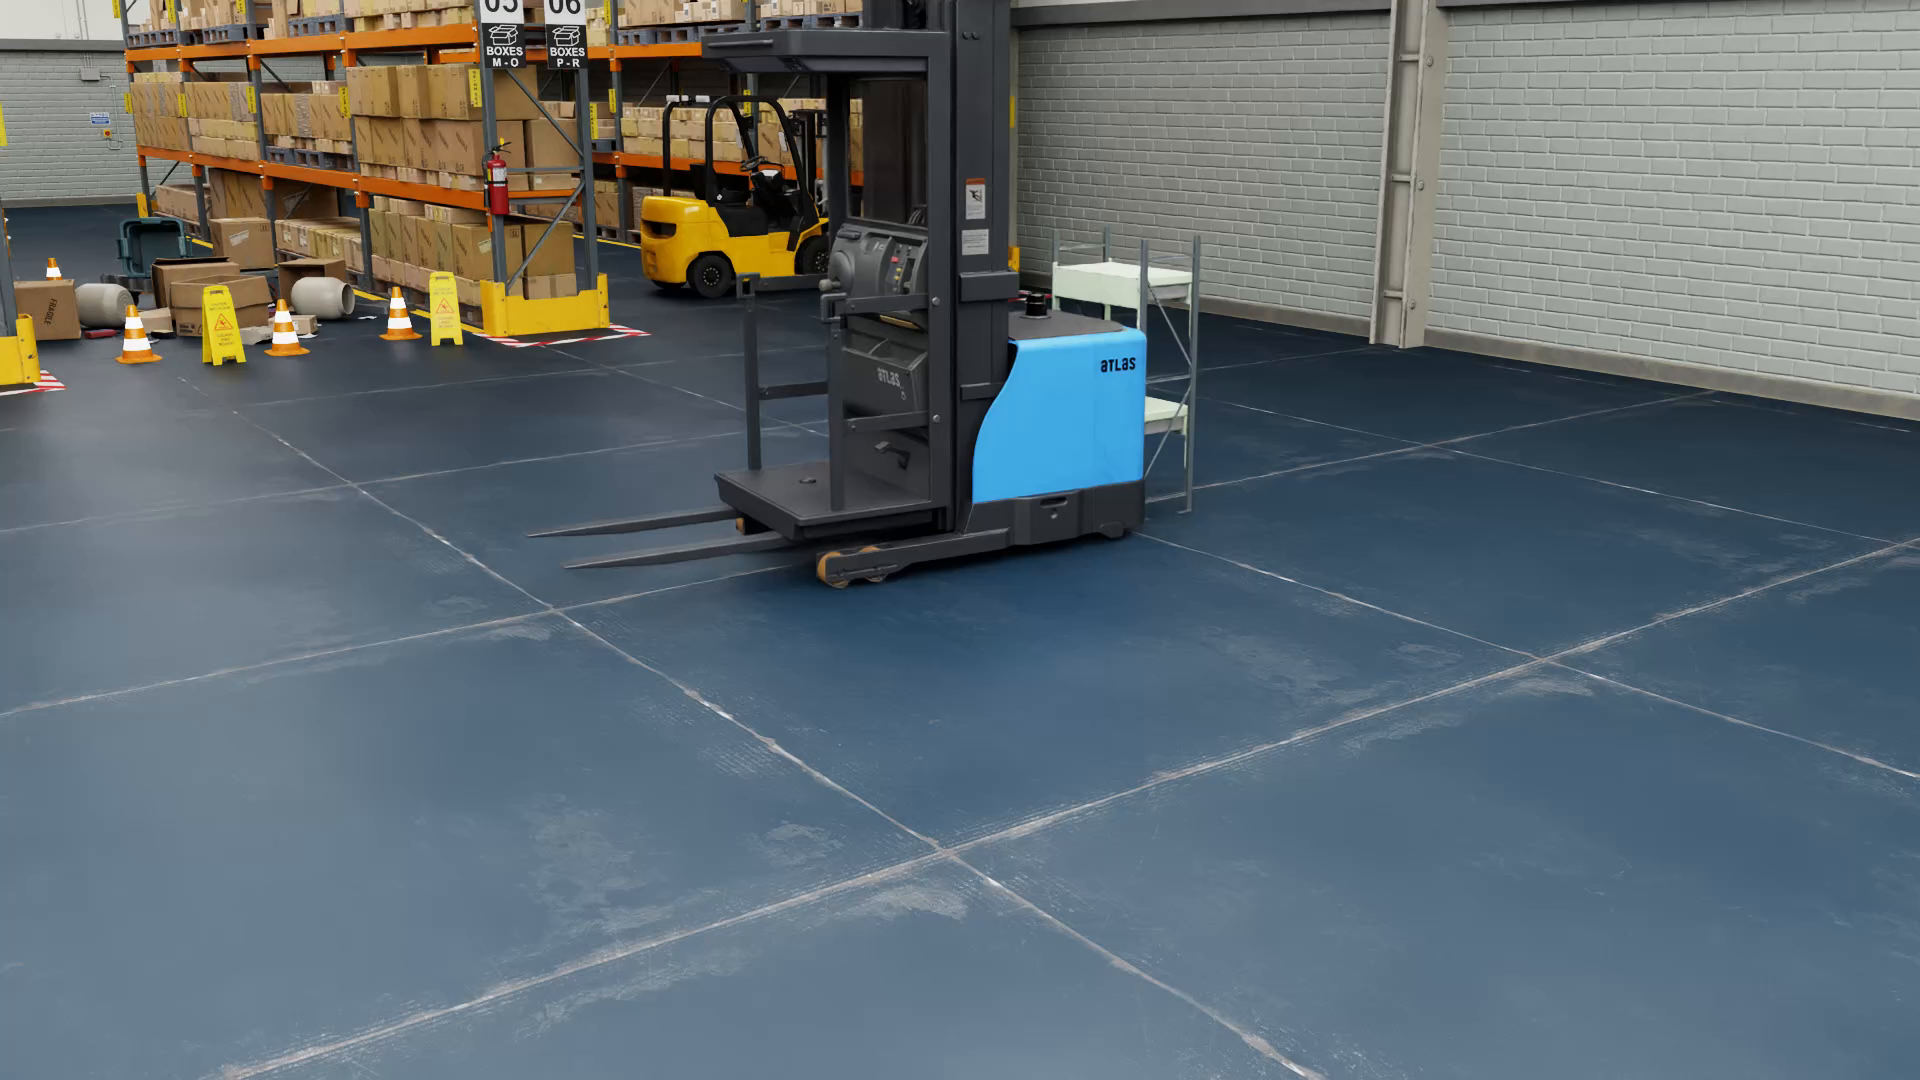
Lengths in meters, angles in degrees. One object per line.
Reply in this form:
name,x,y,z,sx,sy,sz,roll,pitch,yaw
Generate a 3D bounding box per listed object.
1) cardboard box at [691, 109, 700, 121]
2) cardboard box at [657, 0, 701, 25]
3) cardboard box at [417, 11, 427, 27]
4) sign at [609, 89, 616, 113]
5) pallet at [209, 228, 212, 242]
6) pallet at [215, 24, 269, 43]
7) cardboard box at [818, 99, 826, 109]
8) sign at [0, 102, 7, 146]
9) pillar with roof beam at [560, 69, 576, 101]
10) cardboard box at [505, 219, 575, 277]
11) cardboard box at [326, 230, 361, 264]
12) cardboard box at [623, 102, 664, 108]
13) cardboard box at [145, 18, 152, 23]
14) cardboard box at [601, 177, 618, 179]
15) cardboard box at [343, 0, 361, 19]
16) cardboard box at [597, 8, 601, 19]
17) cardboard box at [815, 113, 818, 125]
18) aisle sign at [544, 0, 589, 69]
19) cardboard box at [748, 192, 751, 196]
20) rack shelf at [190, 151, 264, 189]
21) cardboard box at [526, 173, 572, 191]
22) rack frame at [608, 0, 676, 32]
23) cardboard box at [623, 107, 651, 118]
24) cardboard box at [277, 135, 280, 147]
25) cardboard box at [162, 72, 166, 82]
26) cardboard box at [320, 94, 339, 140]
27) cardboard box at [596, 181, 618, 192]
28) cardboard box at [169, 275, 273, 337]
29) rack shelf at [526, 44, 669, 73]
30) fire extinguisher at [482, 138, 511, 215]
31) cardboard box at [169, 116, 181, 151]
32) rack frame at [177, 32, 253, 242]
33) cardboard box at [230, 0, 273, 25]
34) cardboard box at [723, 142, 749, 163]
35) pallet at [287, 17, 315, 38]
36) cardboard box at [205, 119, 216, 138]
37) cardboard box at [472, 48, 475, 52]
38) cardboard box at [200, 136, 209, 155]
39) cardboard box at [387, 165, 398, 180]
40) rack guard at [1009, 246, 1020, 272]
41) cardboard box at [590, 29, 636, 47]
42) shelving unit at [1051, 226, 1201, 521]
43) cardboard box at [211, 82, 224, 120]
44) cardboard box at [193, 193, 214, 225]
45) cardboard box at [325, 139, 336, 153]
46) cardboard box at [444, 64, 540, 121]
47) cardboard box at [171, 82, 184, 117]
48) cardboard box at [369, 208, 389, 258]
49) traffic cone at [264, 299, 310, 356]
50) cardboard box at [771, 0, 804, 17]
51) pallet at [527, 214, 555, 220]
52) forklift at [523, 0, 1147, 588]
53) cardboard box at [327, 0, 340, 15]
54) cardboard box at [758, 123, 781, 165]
cardboard box,-3.397,-5.735,22.429,0.380,0.149,0.250,-11,19,-34
cardboard box,-3.766,-7.257,22.552,0.500,0.500,0.500,-10,18,-33
cardboard box,-5.069,-5.078,16.240,0.380,0.149,0.250,-11,19,-36
sign,-5.027,-6.355,24.070,0.100,0.325,0.005,-11,19,-35
pallet,-10.444,-4.506,24.639,1.003,0.211,1.213,-11,19,-35
pallet,-9.028,-6.635,21.811,1.213,0.211,1.003,-10,18,-32
cardboard box,-1.473,-5.195,19.891,0.380,0.149,0.250,-11,19,-35
sign,-7.395,-3.192,12.767,0.100,0.325,0.005,-11,19,-35
pillar with roof beam,-10.108,-9.289,25.469,9.100,9.000,0.400,-11,19,-35
cardboard box,-4.168,-2.900,16.481,0.500,0.500,0.500,-12,19,-36
cardboard box,-6.990,-3.495,19.847,0.950,0.372,0.625,-10,18,-31
cardboard box,-4.770,-6.306,24.949,0.500,0.500,0.500,-10,18,-32
cardboard box,-12.973,-8.401,27.206,0.500,0.250,0.500,-13,20,-40
cardboard box,-5.452,-5.658,26.278,0.380,0.149,0.250,-11,19,-34
cardboard box,-6.217,-5.677,17.675,0.500,0.250,0.500,-11,19,-36
cardboard box,-5.104,-7.731,24.425,0.380,0.149,0.250,-12,19,-36
cardboard box,-1.538,-5.041,19.895,0.380,0.149,0.250,-12,19,-36
aisle sign,-3.616,-4.730,15.252,0.394,0.787,0.004,-11,19,-35
cardboard box,-3.008,-4.401,22.675,0.875,0.625,0.625,-11,19,-35
rack shelf,-9.782,-5.230,23.365,1.077,0.370,4.000,-11,19,-35
cardboard box,-3.935,-3.425,15.884,0.380,0.149,0.250,-11,19,-34
rack frame,-4.594,-8.815,23.735,1.000,3.000,0.127,-11,19,-35
cardboard box,-4.644,-6.168,24.013,0.380,0.149,0.250,-10,18,-33
cardboard box,-8.427,-5.067,21.089,0.380,0.149,0.250,-12,20,-38
cardboard box,-12.097,-7.146,25.692,0.380,0.149,0.250,-11,19,-36
cardboard box,-7.004,-4.859,19.097,0.500,0.500,0.500,-11,19,-34
cardboard box,-5.274,-5.350,25.153,0.380,0.149,0.250,-12,19,-37
cardboard box,-6.983,-2.219,15.732,0.637,0.503,0.797,4,16,13
rack shelf,-5.770,-7.448,25.787,1.077,0.370,4.000,-11,19,-35
fire extinguisher,-4.208,-3.308,15.127,0.296,0.674,0.183,-11,19,-35
cardboard box,-11.745,-6.220,25.432,0.500,0.500,0.500,-11,19,-36
rack frame,-10.958,-6.004,24.830,1.000,3.000,0.127,-11,19,-35
cardboard box,-8.950,-6.906,21.453,0.797,0.503,0.637,-12,20,-38
cardboard box,-2.750,-5.062,21.671,0.500,0.250,0.500,-10,18,-33
pallet,-7.144,-6.021,19.567,1.213,0.211,1.003,-11,19,-35
cardboard box,-10.323,-5.816,23.481,0.500,0.250,0.500,-11,19,-34
cardboard box,-8.116,-8.411,28.418,0.380,0.149,0.250,-11,19,-34
cardboard box,-10.608,-5.686,23.954,0.500,0.250,0.500,-11,19,-36
cardboard box,-5.840,-3.901,17.624,0.380,0.149,0.250,-10,18,-33
rack guard,0.124,-3.002,18.597,1.175,0.500,0.348,-11,19,-35
cardboard box,-5.092,-7.367,24.414,0.500,0.250,0.500,-12,19,-36
shelving unit,0.888,-0.928,9.124,0.431,1.500,0.755,-11,19,-34
cardboard box,-10.009,-6.075,23.005,0.500,0.500,0.500,-11,19,-35
cardboard box,-11.241,-5.121,25.664,0.875,0.438,0.875,-11,19,-35
cardboard box,-7.102,-4.553,19.208,0.380,0.149,0.250,-11,19,-35
cardboard box,-4.380,-4.191,15.558,0.700,0.500,0.500,-11,19,-36
cardboard box,-11.459,-6.592,24.897,0.500,0.500,0.500,-11,19,-35
cardboard box,-6.126,-3.366,18.184,0.500,0.500,0.500,-10,18,-32
traffic cone,-5.897,-1.865,14.512,0.336,0.463,0.334,-11,19,-35
cardboard box,-1.950,-6.506,20.166,0.500,0.311,0.500,-10,18,-33
pallet,-6.437,-5.262,27.403,1.003,0.211,1.213,-11,19,-35
forklift,-0.579,-1.350,7.956,3.031,2.935,1.130,-8,17,-28
cardboard box,-6.715,-5.975,18.531,0.500,0.250,0.500,-11,19,-36
cardboard box,-2.192,-4.980,20.899,0.500,0.500,0.500,-12,19,-36
